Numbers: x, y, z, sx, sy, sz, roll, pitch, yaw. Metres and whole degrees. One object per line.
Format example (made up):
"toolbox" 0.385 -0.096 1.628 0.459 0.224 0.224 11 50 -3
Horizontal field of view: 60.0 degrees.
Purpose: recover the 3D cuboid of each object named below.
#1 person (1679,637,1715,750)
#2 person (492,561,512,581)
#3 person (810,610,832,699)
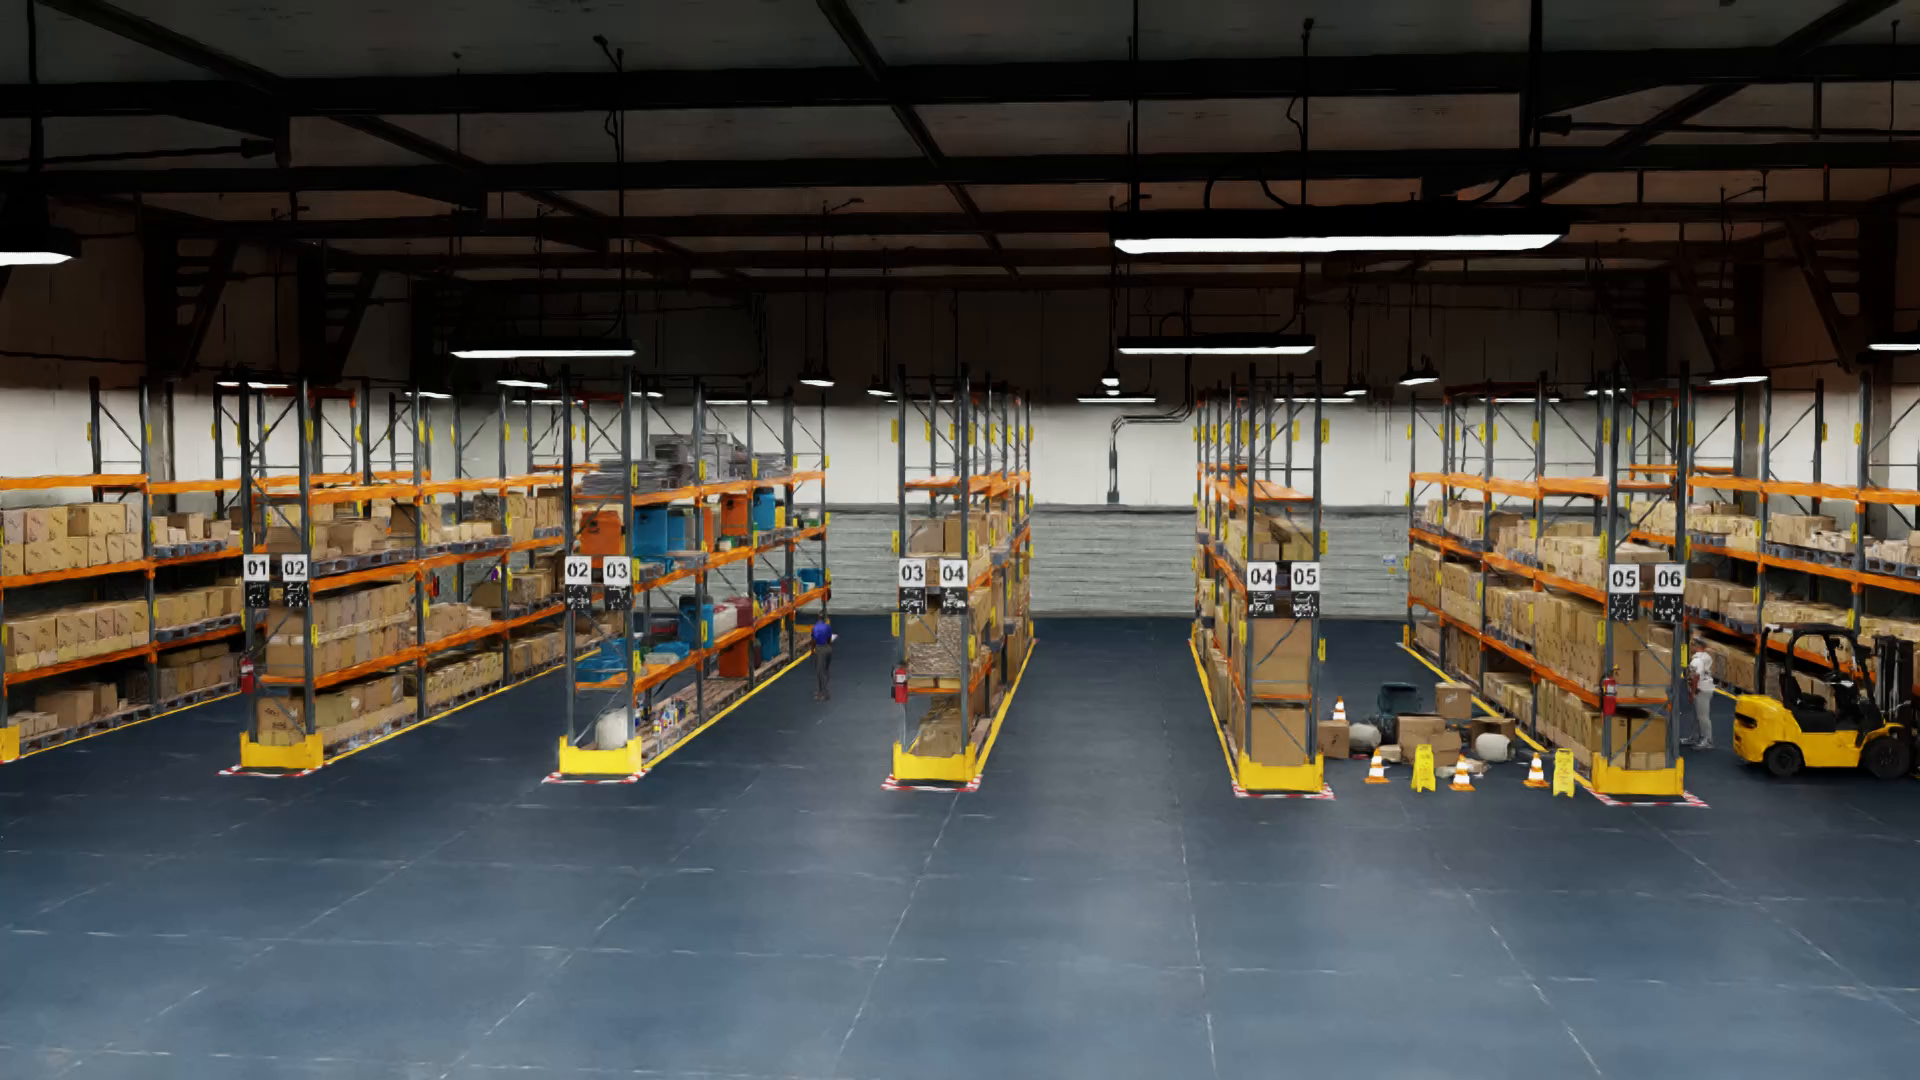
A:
"person" 11.729 2.415 26.462 0.586 1.748 0.654 3 5 37
"person" -12.246 1.290 44.180 0.740 1.758 0.526 -3 5 -36
"person" -2.637 2.145 31.445 0.551 1.653 0.574 3 5 36
